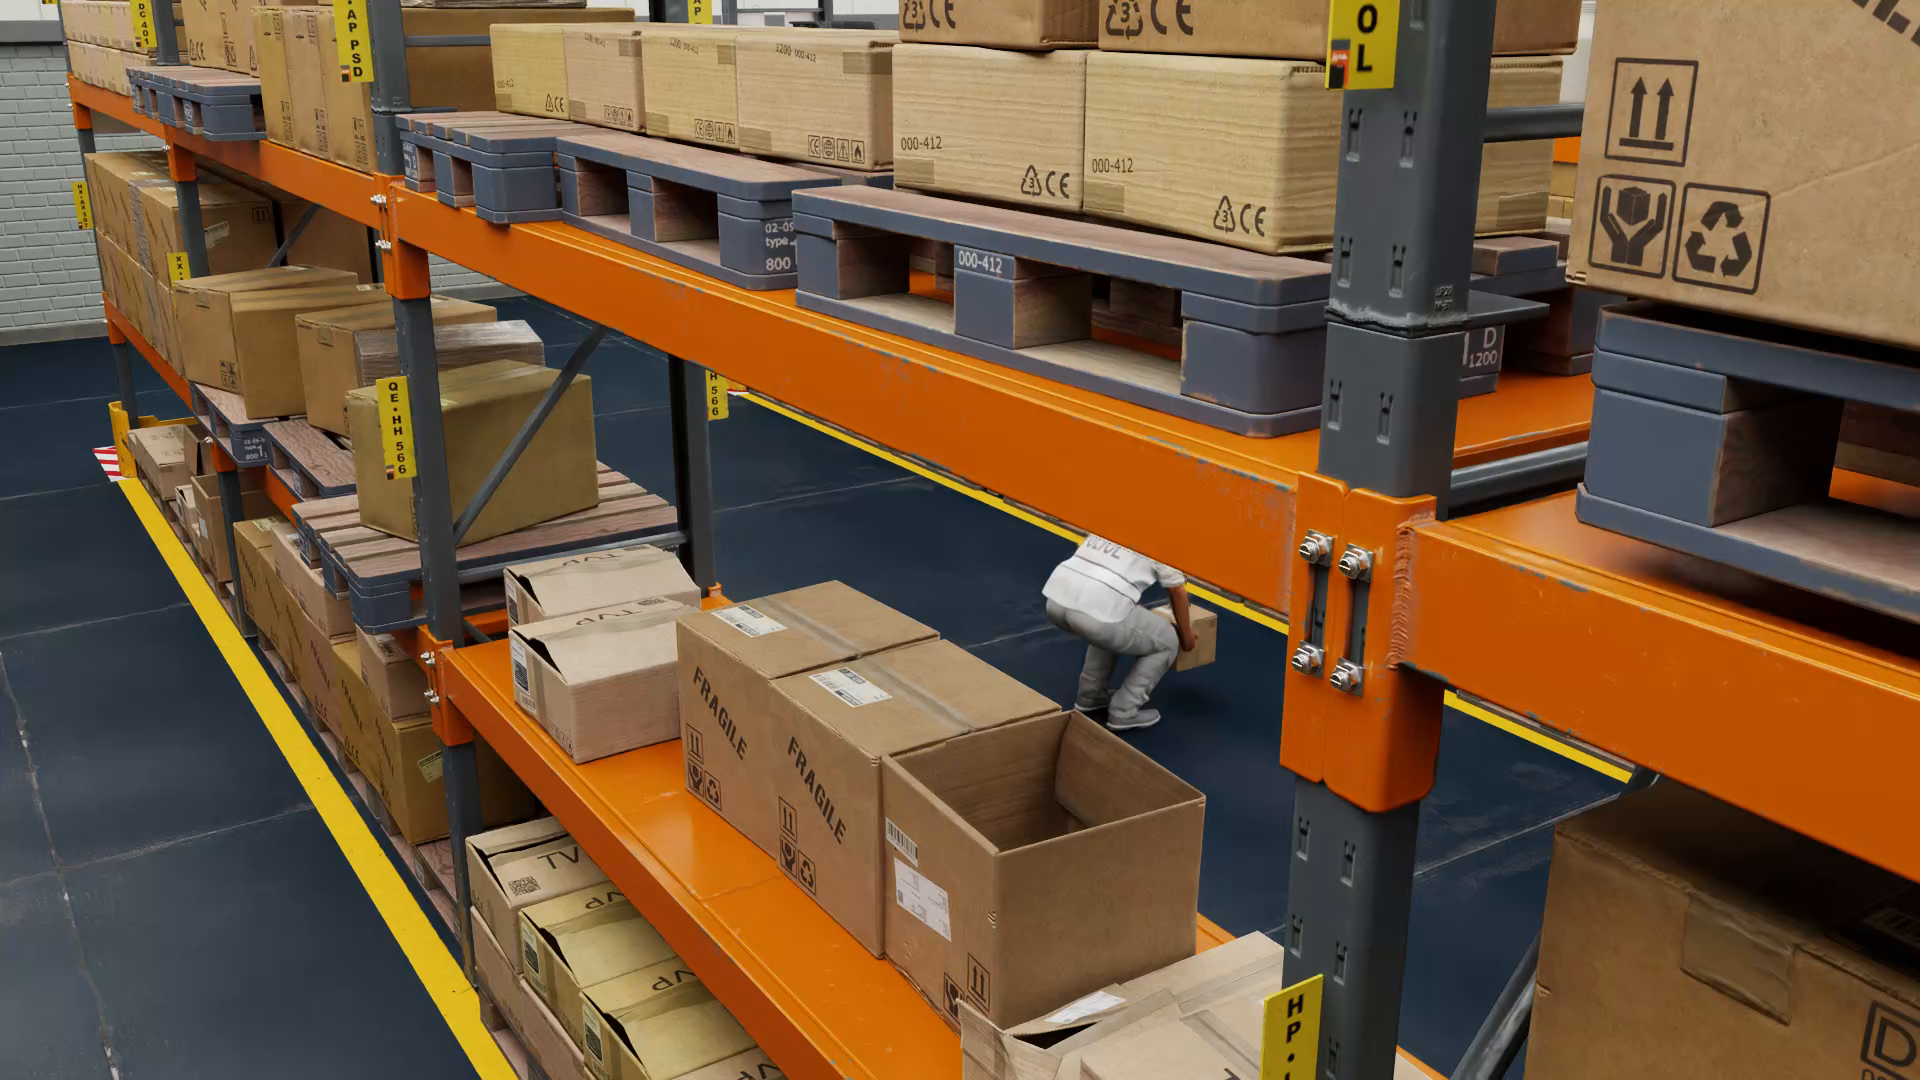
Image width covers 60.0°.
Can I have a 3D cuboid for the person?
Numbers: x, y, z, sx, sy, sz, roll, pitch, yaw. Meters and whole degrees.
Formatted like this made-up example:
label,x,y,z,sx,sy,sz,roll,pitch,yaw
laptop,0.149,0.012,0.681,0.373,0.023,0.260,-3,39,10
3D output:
label,x,y,z,sx,sy,sz,roll,pitch,yaw
person,0.775,0.308,7.979,0.822,1.133,0.535,-12,21,-32
